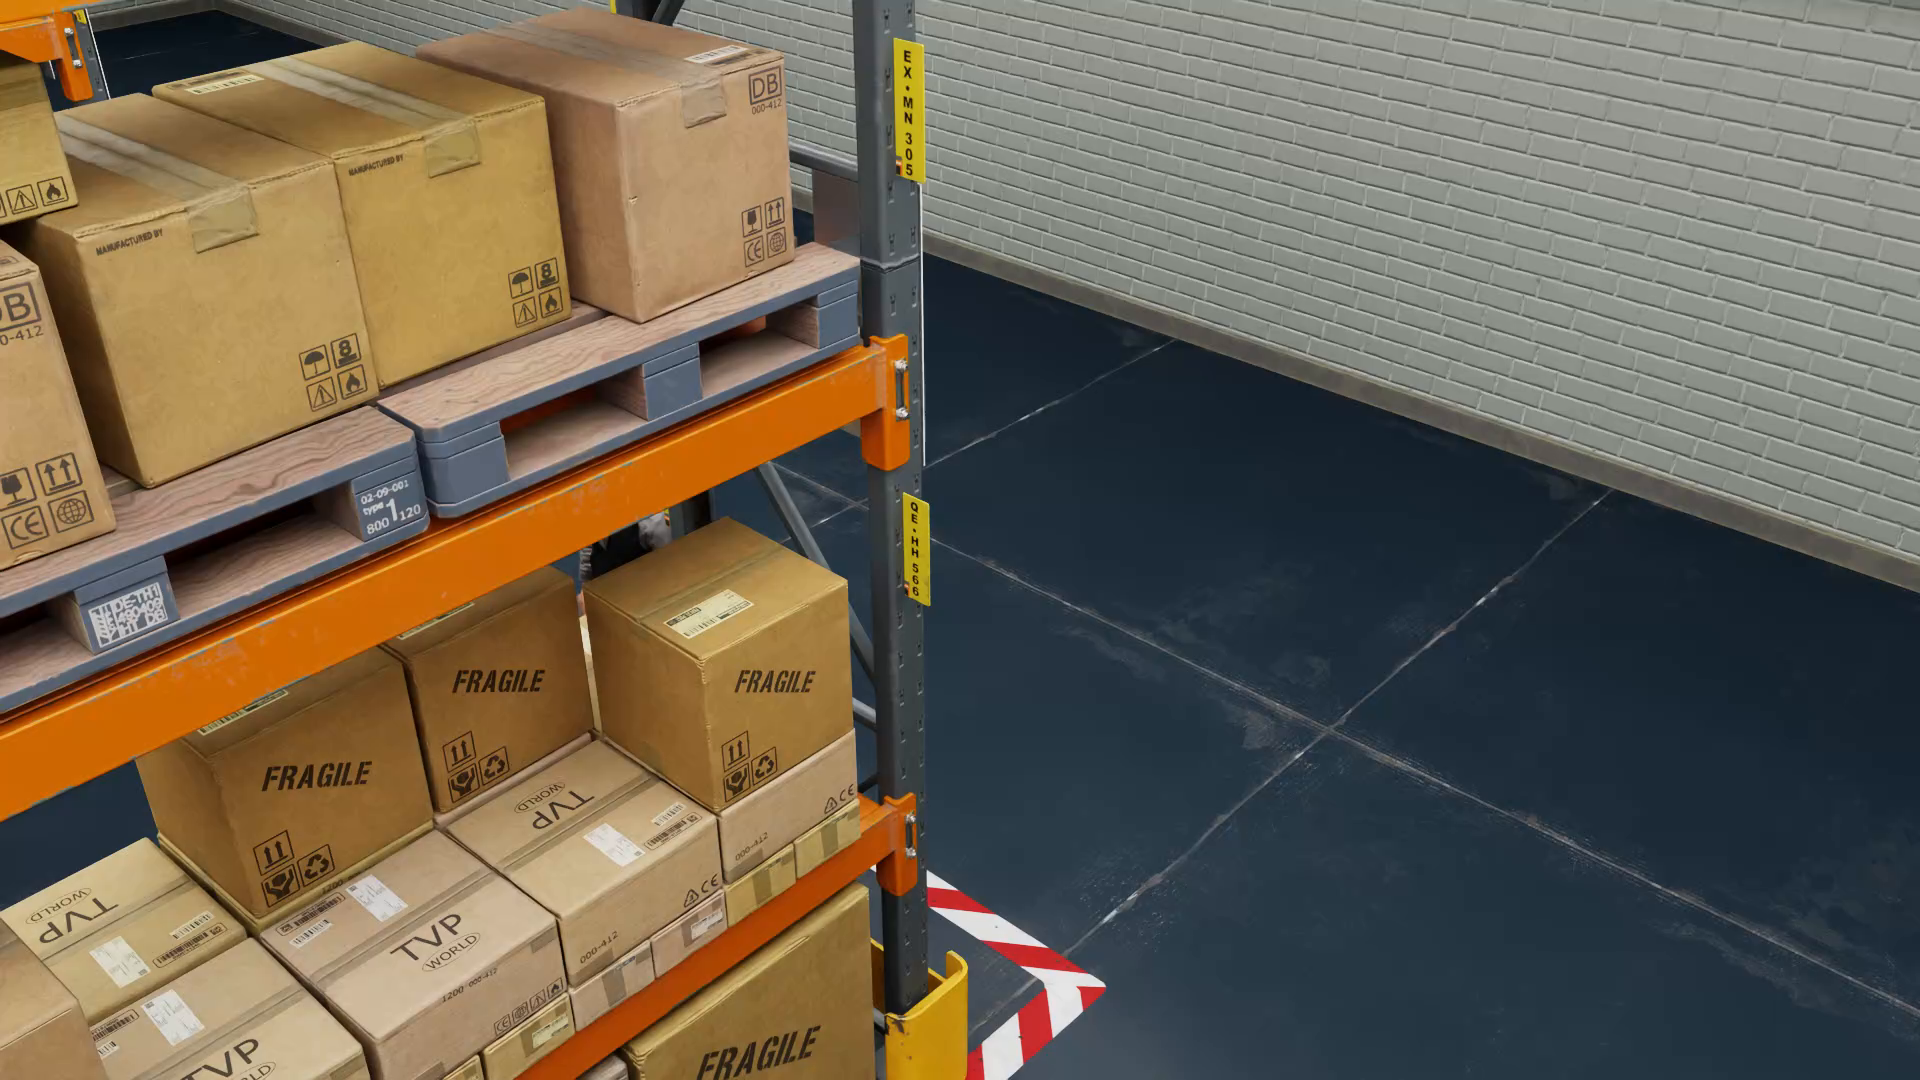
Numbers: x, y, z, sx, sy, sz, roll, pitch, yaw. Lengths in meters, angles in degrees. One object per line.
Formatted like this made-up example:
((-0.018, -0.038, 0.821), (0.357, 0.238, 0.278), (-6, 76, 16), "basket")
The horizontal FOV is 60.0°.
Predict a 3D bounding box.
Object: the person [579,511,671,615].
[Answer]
((-1.294, 0.281, 6.693), (0.580, 1.719, 0.422), (23, 38, 33), "person")
